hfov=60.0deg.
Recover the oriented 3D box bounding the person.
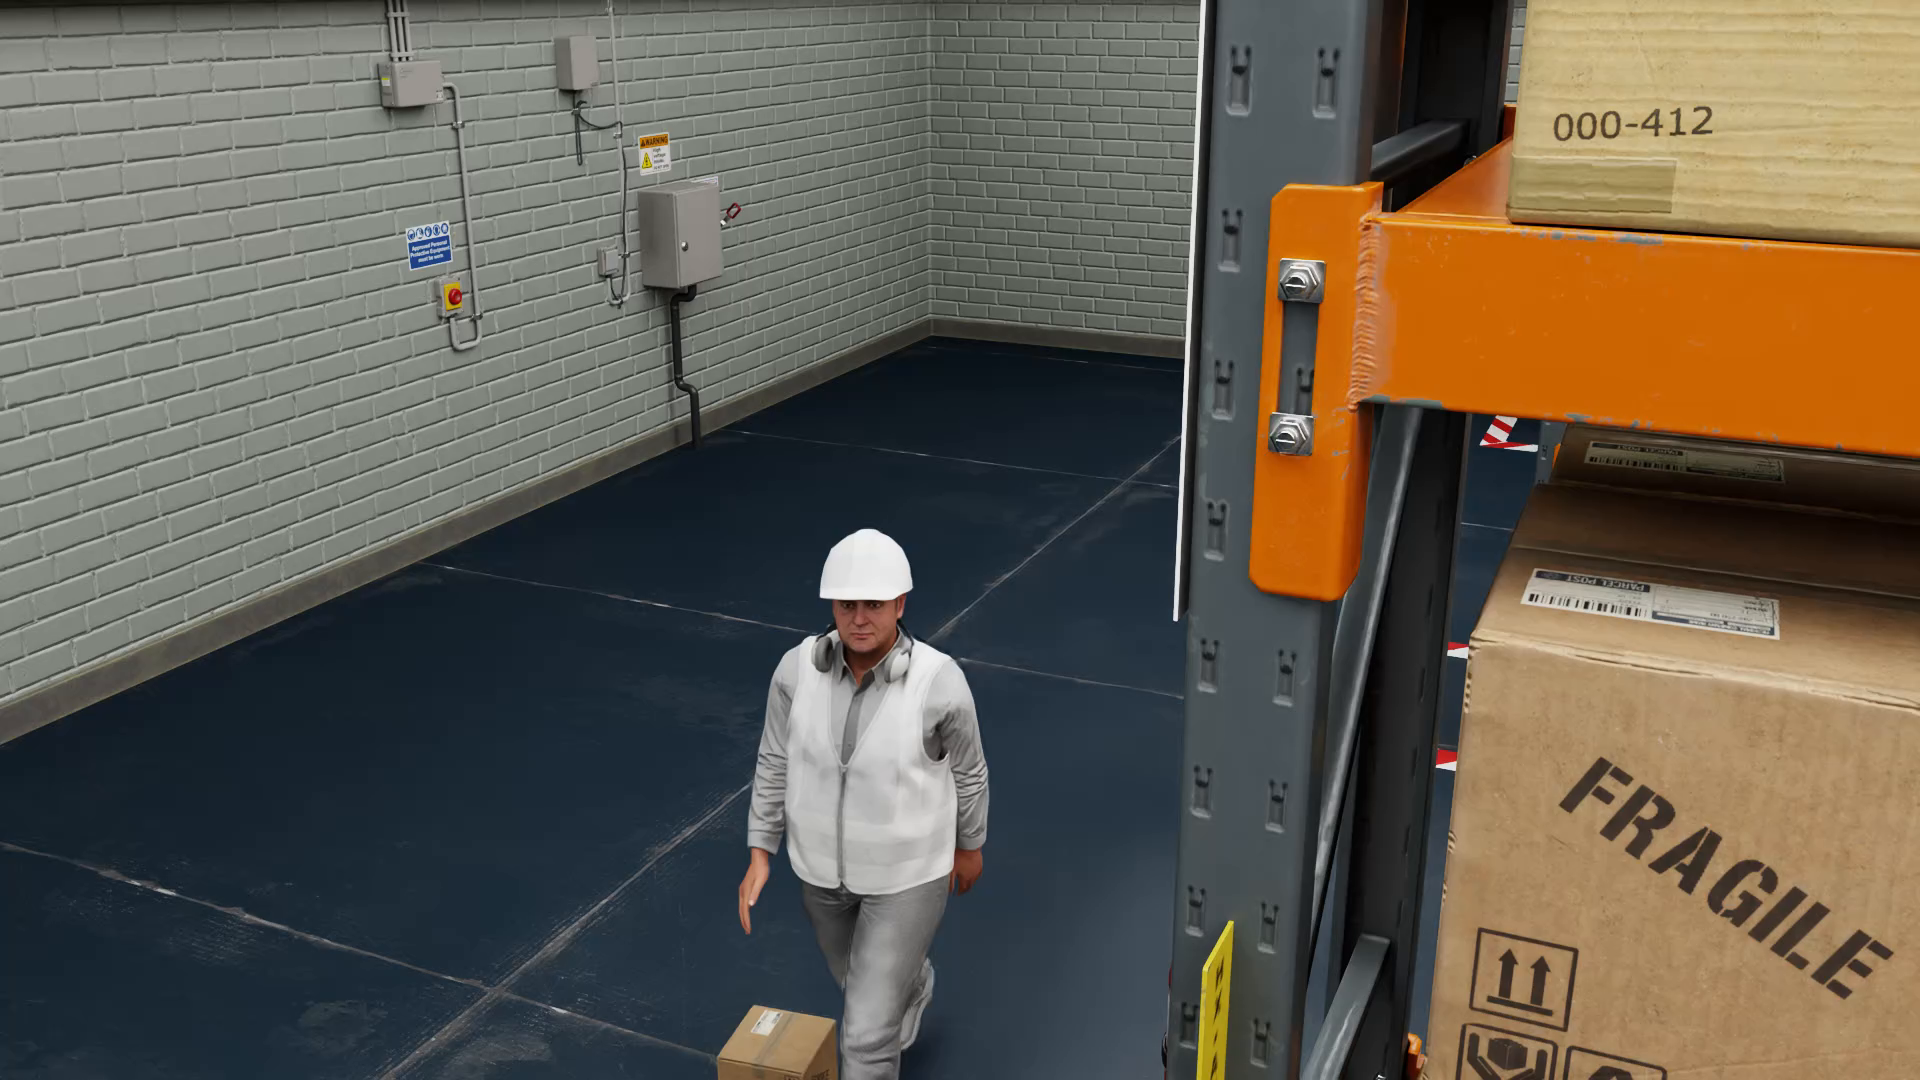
[{"bbox_3d":[-0.231,0.792,4.221,0.557,1.728,1.030,7,20,20],"label":"person"}]
